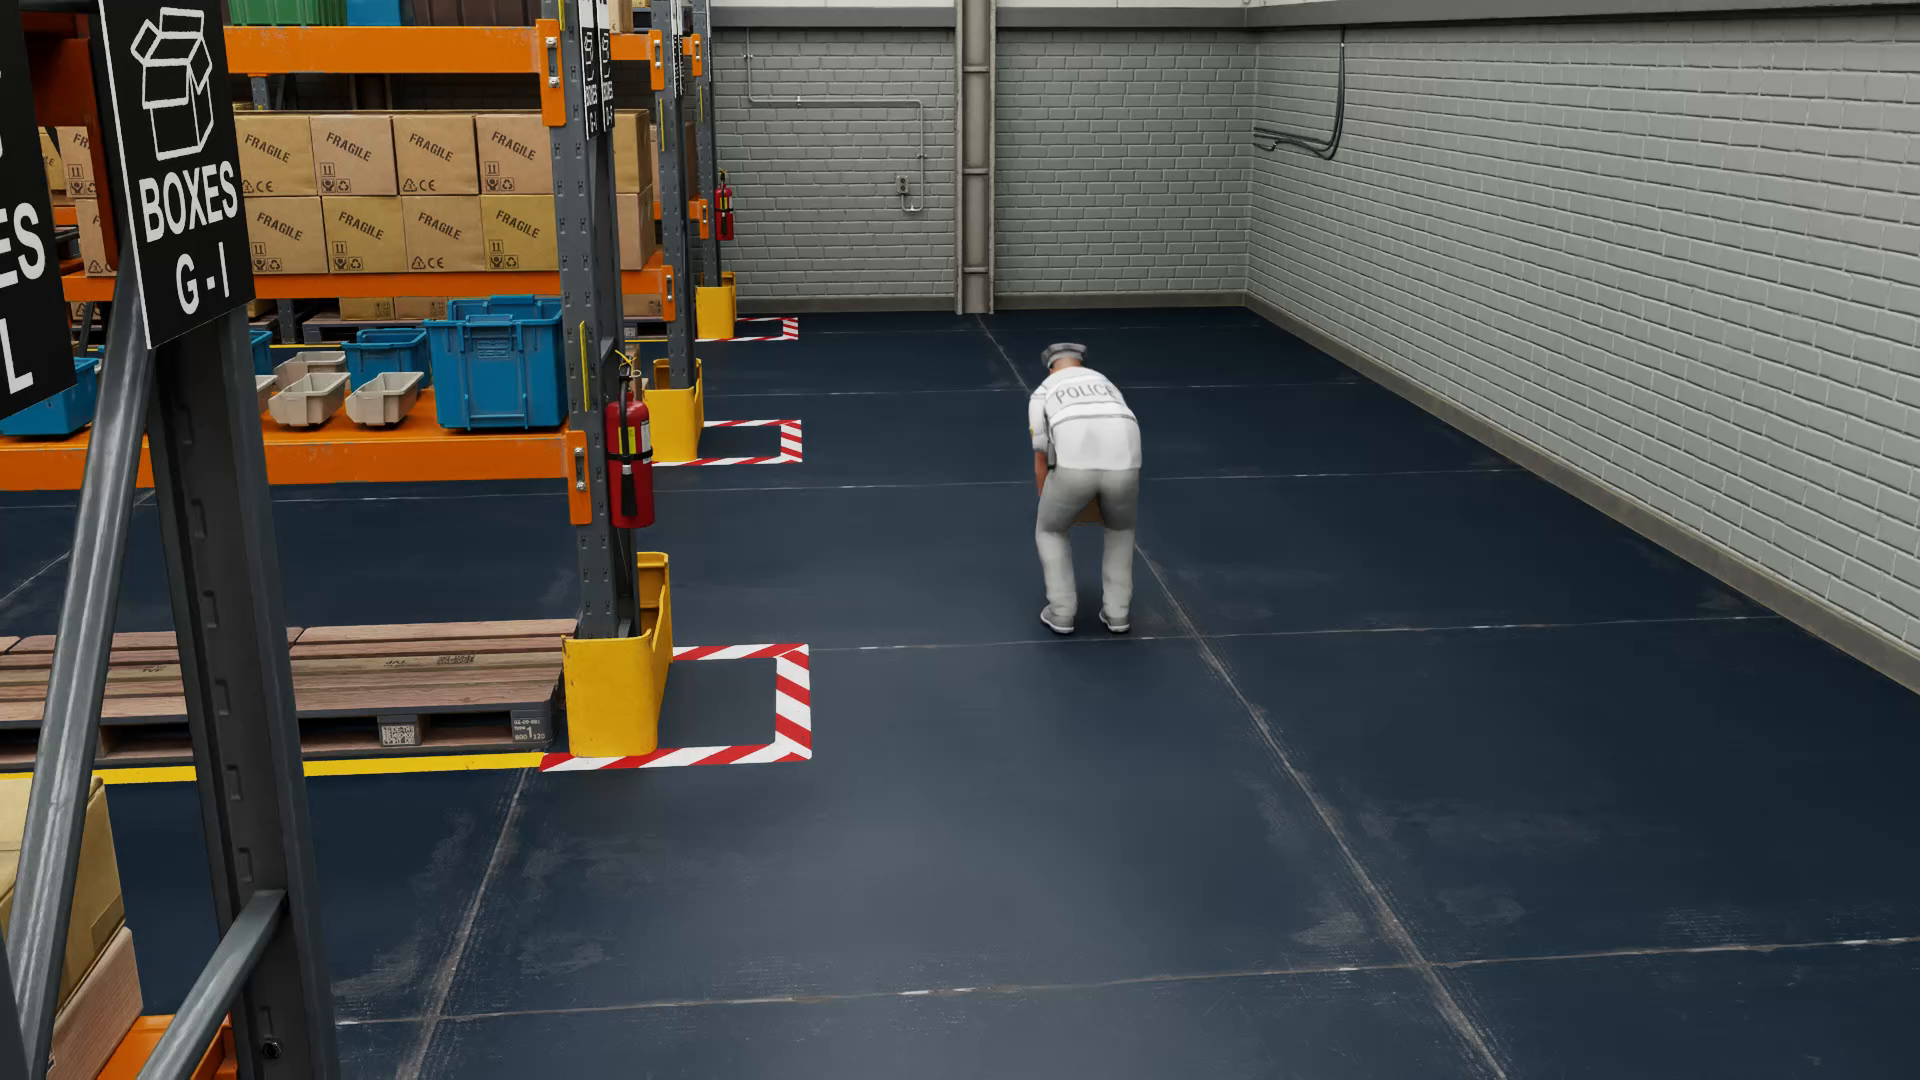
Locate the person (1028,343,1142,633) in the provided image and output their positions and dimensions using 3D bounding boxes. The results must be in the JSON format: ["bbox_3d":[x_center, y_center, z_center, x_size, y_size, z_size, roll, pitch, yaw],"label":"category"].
[{"bbox_3d":[0.596,-0.268,8.202,0.498,1.312,0.998,-2,17,-8],"label":"person"}]
